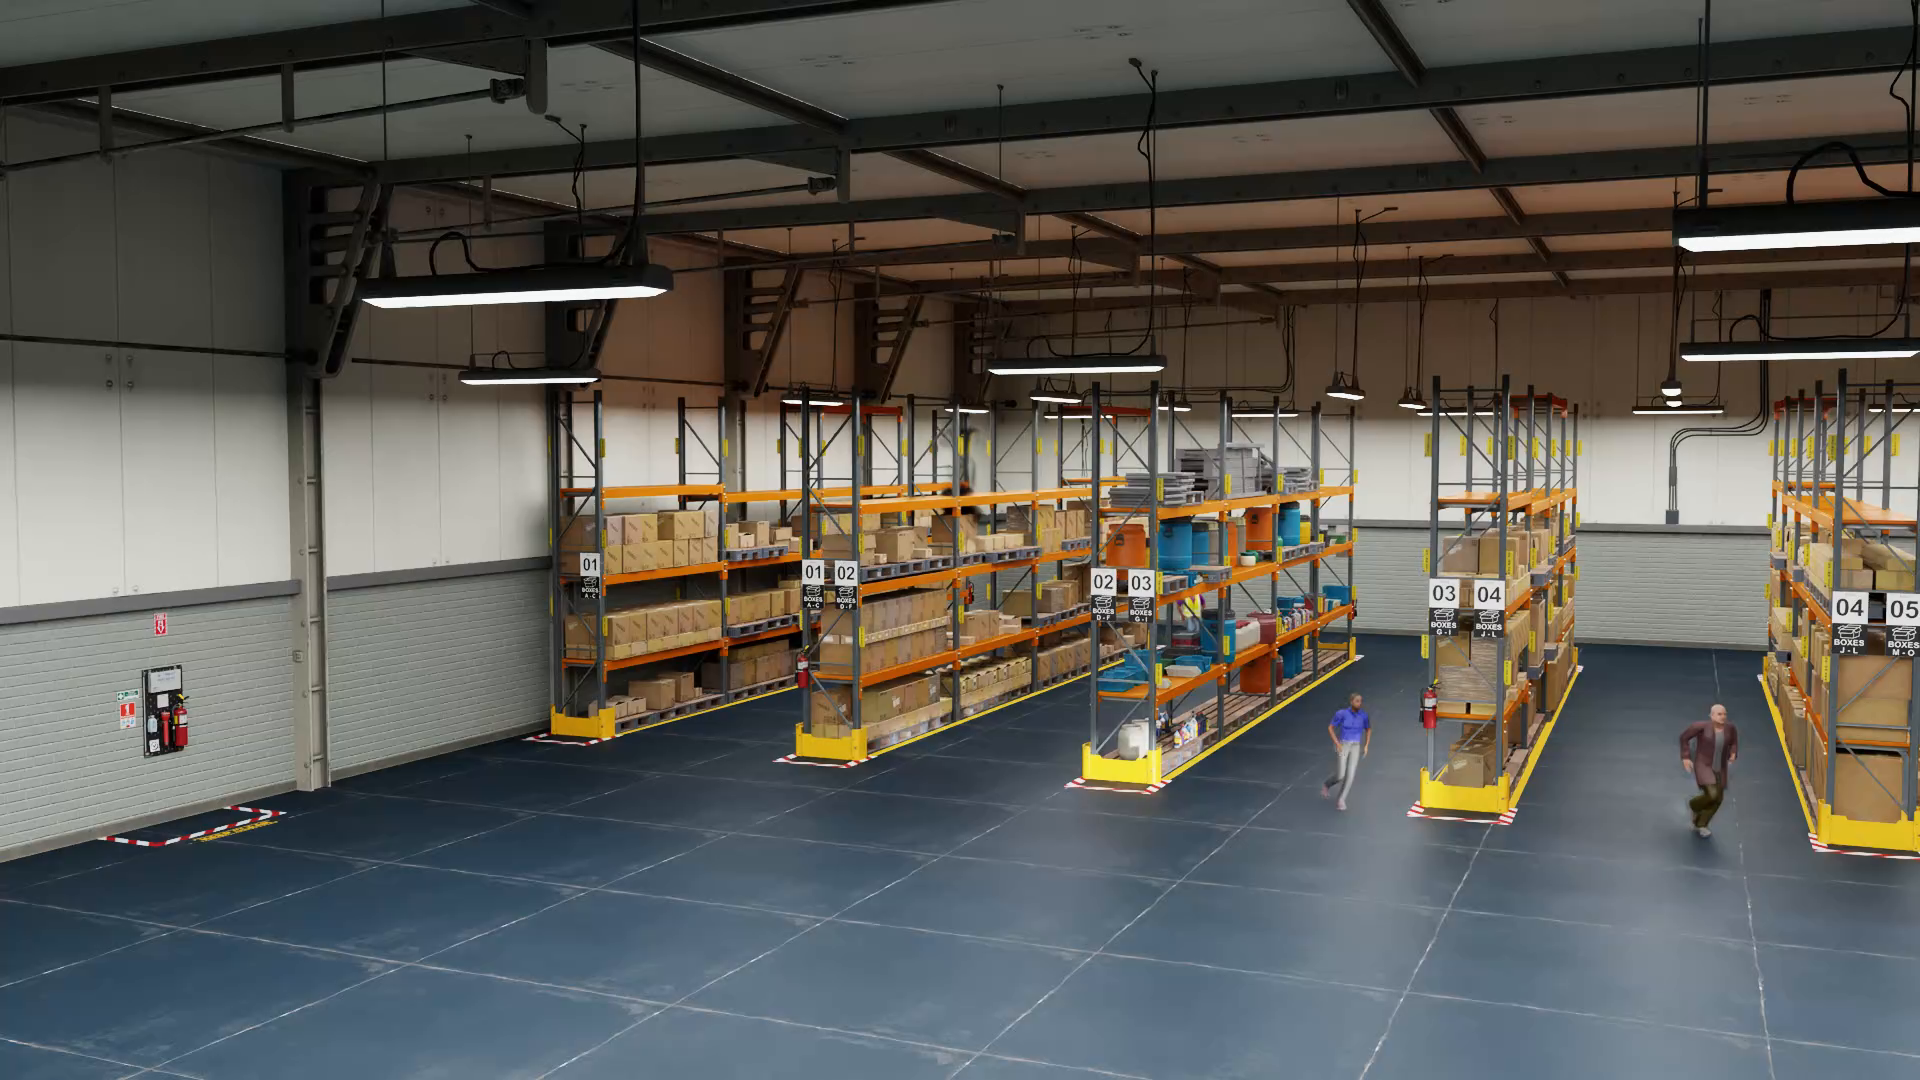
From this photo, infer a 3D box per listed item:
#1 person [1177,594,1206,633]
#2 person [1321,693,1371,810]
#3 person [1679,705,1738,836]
[{"bbox_3d":[5.701,1.895,40.789,0.731,1.727,0.534,0,3,-8],"label":"person"},{"bbox_3d":[5.441,2.930,23.302,0.638,1.613,0.589,-1,3,-10],"label":"person"},{"bbox_3d":[9.688,2.958,21.416,0.683,1.716,0.695,-1,3,-10],"label":"person"}]
